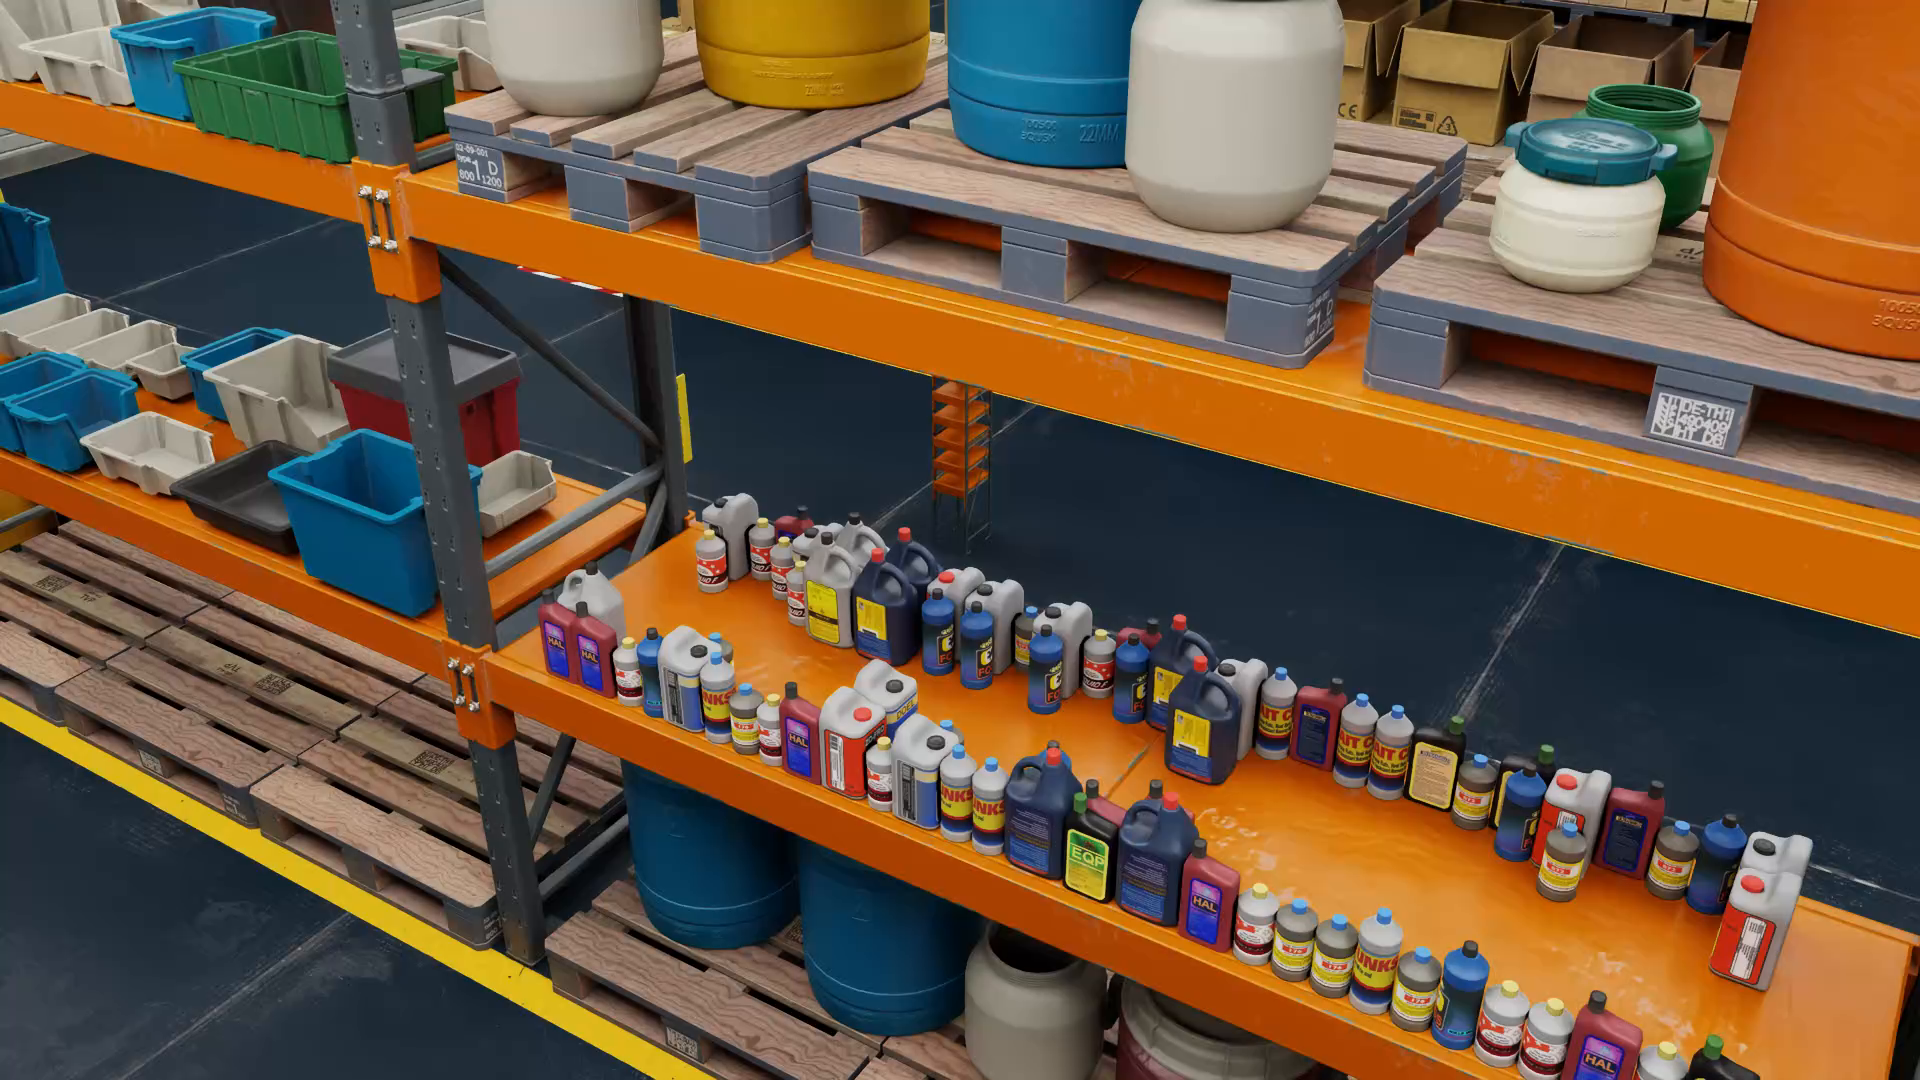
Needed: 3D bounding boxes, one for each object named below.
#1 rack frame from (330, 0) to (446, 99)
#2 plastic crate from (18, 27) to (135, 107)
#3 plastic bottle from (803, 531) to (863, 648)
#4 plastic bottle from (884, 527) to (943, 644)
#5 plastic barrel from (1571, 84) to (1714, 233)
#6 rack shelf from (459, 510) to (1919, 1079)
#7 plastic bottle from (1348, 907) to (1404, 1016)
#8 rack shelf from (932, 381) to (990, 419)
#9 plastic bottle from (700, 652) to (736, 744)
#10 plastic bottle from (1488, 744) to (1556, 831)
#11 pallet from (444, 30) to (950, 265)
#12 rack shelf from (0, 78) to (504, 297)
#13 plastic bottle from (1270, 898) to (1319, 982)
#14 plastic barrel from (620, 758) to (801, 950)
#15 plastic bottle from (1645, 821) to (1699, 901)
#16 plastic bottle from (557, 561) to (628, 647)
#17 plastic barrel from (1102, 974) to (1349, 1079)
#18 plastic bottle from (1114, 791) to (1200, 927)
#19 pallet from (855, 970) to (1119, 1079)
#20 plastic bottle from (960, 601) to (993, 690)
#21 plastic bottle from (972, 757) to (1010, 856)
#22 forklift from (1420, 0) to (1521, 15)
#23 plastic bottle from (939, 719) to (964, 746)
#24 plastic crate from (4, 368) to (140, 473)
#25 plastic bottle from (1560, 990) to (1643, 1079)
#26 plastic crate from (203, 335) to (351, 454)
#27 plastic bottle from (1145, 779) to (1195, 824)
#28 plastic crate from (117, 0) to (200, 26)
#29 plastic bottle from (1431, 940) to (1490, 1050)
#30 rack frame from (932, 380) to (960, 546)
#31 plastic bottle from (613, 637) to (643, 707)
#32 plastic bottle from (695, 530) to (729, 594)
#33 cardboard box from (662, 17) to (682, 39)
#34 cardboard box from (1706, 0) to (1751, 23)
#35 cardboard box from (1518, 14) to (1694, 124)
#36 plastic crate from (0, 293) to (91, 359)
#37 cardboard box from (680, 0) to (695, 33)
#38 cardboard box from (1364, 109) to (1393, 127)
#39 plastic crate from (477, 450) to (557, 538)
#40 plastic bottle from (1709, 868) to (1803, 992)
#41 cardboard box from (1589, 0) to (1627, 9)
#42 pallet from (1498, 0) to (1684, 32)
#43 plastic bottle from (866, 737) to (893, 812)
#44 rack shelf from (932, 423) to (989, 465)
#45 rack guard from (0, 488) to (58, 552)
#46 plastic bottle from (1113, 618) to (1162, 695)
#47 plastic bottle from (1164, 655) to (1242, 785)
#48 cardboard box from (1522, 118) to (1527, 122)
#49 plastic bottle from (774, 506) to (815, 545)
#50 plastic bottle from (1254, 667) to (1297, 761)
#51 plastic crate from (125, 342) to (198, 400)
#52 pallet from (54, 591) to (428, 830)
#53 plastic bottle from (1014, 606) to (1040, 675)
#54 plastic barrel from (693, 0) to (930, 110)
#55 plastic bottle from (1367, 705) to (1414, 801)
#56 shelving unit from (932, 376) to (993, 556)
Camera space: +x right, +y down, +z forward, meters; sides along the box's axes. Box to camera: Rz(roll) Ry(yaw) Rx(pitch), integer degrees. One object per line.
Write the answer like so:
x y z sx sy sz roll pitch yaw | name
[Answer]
-1.257 -2.640 3.846 0.127 3.000 1.000 18 35 27 | rack frame
-2.537 -1.409 4.974 0.466 0.136 0.293 18 35 27 | plastic crate
-0.381 0.140 5.082 0.185 0.351 0.144 18 35 27 | plastic bottle
-0.148 0.128 5.102 0.185 0.351 0.144 18 35 27 | plastic bottle
1.356 -0.770 3.353 0.294 0.245 0.294 0 30 0 | plastic barrel
0.437 0.797 4.620 4.000 0.370 1.077 18 35 27 | rack shelf
0.948 0.947 3.778 0.097 0.271 0.097 0 30 0 | plastic bottle
0.012 -0.683 7.842 0.180 0.103 0.258 18 35 27 | rack shelf
-0.674 0.434 4.657 0.097 0.271 0.097 0 30 0 | plastic bottle
1.455 0.640 4.293 0.133 0.283 0.061 18 35 27 | plastic bottle
-0.541 -1.095 4.361 1.003 0.211 1.213 18 35 27 | pallet
-2.951 -1.570 5.701 4.000 0.370 1.077 18 35 27 | rack shelf
0.783 0.925 3.885 0.097 0.201 0.097 0 30 0 | plastic bottle
-0.805 0.829 5.518 0.708 0.901 0.600 18 35 27 | plastic barrel
1.770 0.786 4.124 0.097 0.201 0.097 0 30 0 | plastic bottle
-1.097 0.216 4.953 0.185 0.351 0.144 18 35 27 | plastic bottle
0.751 1.456 4.753 0.708 0.588 0.600 18 35 27 | plastic barrel
0.481 0.751 4.035 0.185 0.351 0.144 18 35 27 | plastic bottle
0.412 1.706 5.116 1.213 0.211 1.003 18 35 27 | pallet
0.049 0.301 4.885 0.097 0.271 0.097 0 30 0 | plastic bottle
0.079 0.672 4.249 0.097 0.271 0.097 0 30 0 | plastic bottle
3.559 -3.227 10.872 3.031 2.935 1.130 -4 30 -7 | forklift
-0.036 0.575 4.484 0.097 0.201 0.097 0 30 0 | plastic bottle
-3.242 -0.435 6.125 0.300 0.233 0.416 18 35 27 | plastic crate
1.366 1.085 3.530 0.133 0.283 0.061 18 35 27 | plastic bottle
-2.452 -0.512 6.208 0.530 0.282 0.437 18 35 27 | plastic crate
0.513 0.729 4.139 0.133 0.283 0.061 18 35 27 | plastic bottle
-2.763 -1.855 5.738 0.530 0.136 0.437 18 35 27 | plastic crate
1.113 0.999 3.689 0.097 0.271 0.097 0 30 0 | plastic bottle
-0.065 -0.539 7.983 0.006 1.200 0.240 18 35 27 | rack frame
-0.953 0.376 4.826 0.097 0.201 0.097 0 30 0 | plastic bottle
-0.802 0.062 5.363 0.097 0.201 0.097 0 30 0 | plastic bottle
-1.749 -3.055 10.363 0.500 0.250 0.500 17 34 26 | cardboard box
5.296 -3.676 11.408 0.250 0.149 0.380 17 34 26 | cardboard box
3.031 -2.123 7.818 0.637 0.503 0.797 19 35 29 | cardboard box
-3.858 -0.892 7.004 0.243 0.136 0.396 18 35 27 | plastic crate
-1.325 -3.244 9.944 0.500 0.500 0.500 17 34 26 | cardboard box
2.059 -1.842 8.332 0.500 0.500 0.500 18 35 27 | cardboard box
-1.575 -0.147 5.727 0.243 0.136 0.396 18 35 27 | plastic crate
1.855 0.887 3.876 0.135 0.276 0.152 18 35 27 | plastic bottle
4.635 -3.884 11.763 0.250 0.149 0.380 18 35 28 | cardboard box
4.669 -3.903 12.154 1.213 0.211 1.003 18 35 27 | pallet
-0.200 0.614 4.418 0.097 0.201 0.097 0 30 0 | plastic bottle
0.012 -0.476 7.963 0.180 0.103 0.258 18 35 27 | rack shelf
-4.672 -0.042 7.826 0.348 0.500 1.175 18 35 27 | rack guard
0.516 0.343 4.802 0.133 0.283 0.061 18 35 27 | plastic bottle
0.661 0.475 4.508 0.185 0.351 0.144 18 35 27 | plastic bottle
2.779 -1.925 8.474 0.500 0.500 0.500 17 34 27 | cardboard box
-0.531 0.011 5.370 0.133 0.283 0.061 18 35 27 | plastic bottle
0.874 0.472 4.592 0.097 0.271 0.097 0 30 0 | plastic bottle
-3.111 -0.672 6.628 0.250 0.136 0.298 18 35 27 | plastic crate
-2.938 0.648 6.929 1.213 0.211 1.003 18 35 27 | pallet
0.212 0.293 4.969 0.097 0.201 0.097 0 30 0 | plastic bottle
-0.376 -1.450 4.178 0.600 0.588 0.600 0 30 0 | plastic barrel
1.152 0.560 4.441 0.097 0.271 0.097 0 30 0 | plastic bottle
0.012 -0.514 7.941 0.189 1.200 0.258 18 35 27 | shelving unit
